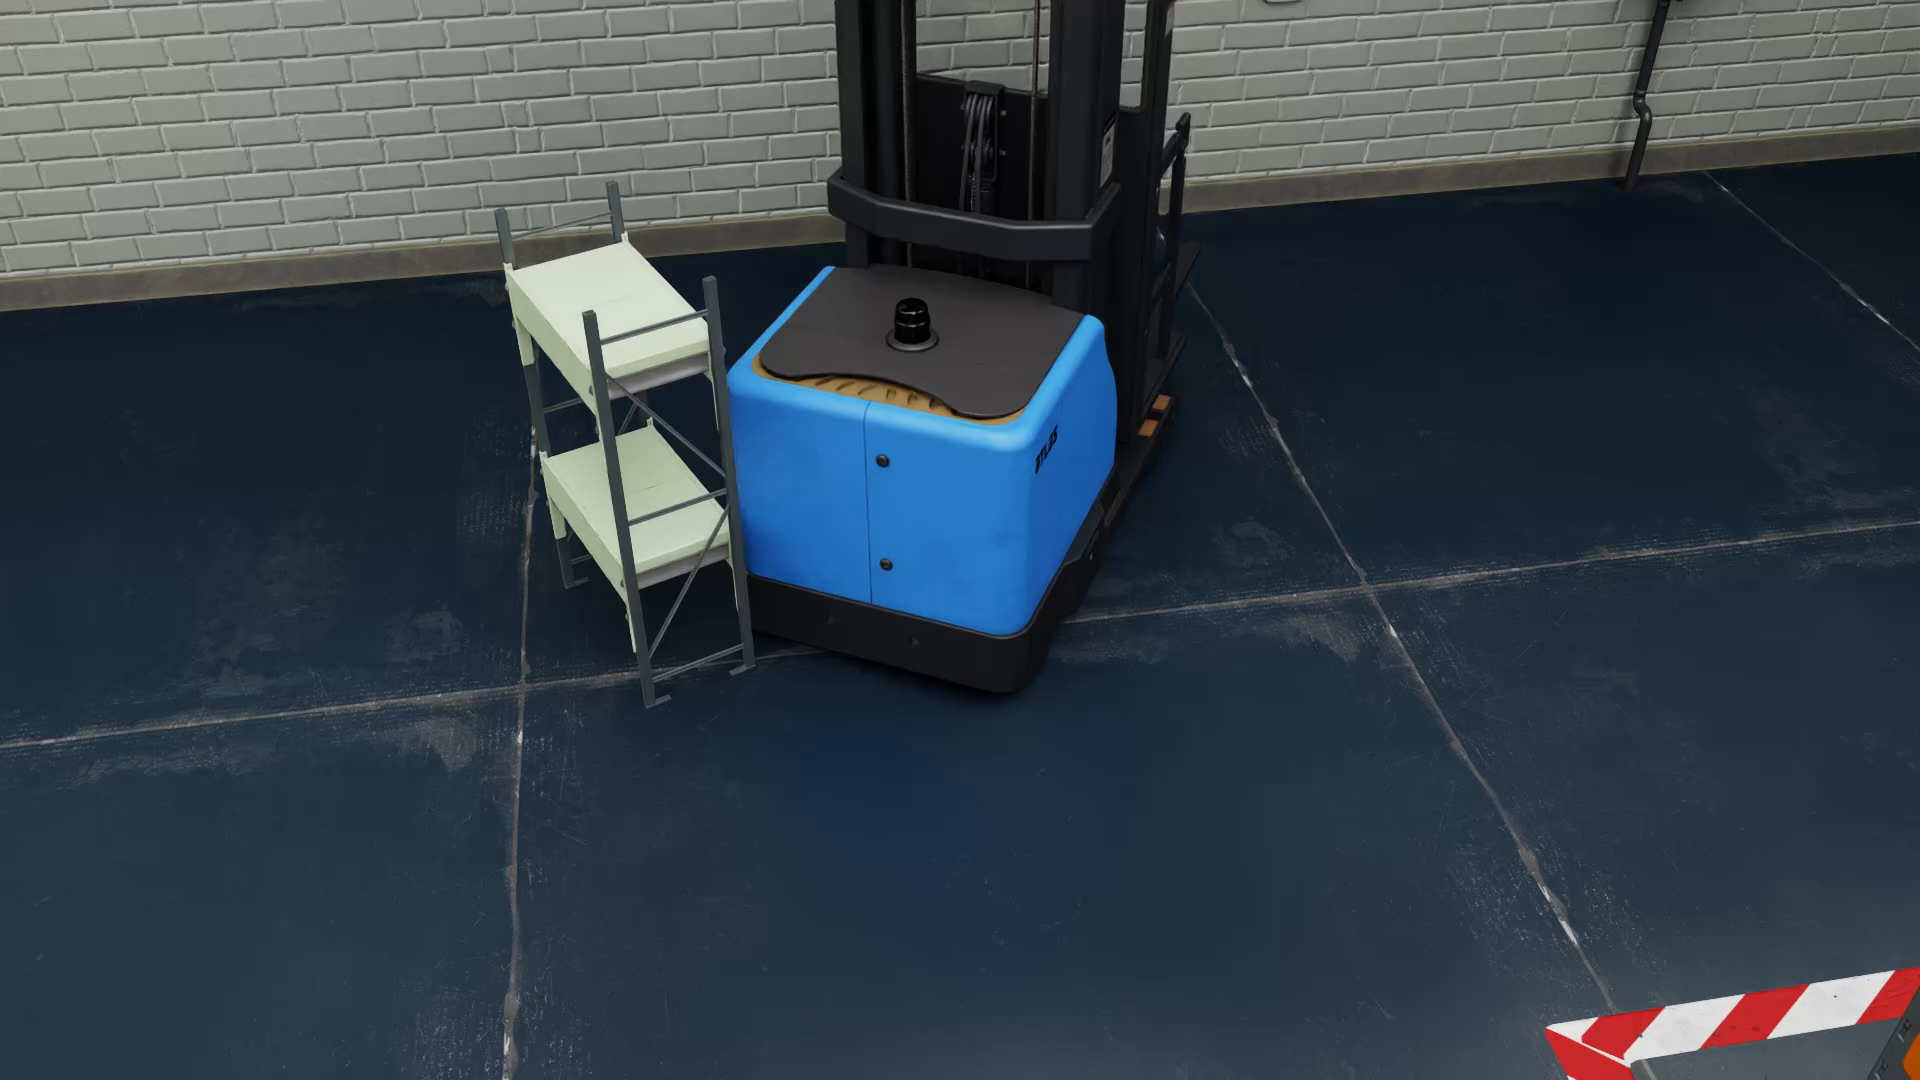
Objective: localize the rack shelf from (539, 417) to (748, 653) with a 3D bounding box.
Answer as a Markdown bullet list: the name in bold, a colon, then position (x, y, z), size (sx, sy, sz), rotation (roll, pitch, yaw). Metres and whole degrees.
- **rack shelf**: position (-1.067, -0.033, 5.601), size (0.431, 0.370, 0.720), rotation (-21, 42, -24)

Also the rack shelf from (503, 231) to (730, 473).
- **rack shelf**: position (-1.067, -0.598, 5.162), size (0.431, 0.370, 0.720), rotation (-21, 42, -24)

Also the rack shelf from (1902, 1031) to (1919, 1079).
- **rack shelf**: position (2.742, 2.060, 1.740), size (1.077, 0.370, 4.000), rotation (-6, 38, -8)

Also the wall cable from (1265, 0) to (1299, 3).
- **wall cable**: position (1.380, -3.249, 7.133), size (0.585, 1.953, 0.123), rotation (-6, 38, -8)

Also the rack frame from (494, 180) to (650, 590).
- **rack frame**: position (-1.258, -0.482, 5.647), size (0.400, 1.500, 0.023), rotation (-21, 42, -24)

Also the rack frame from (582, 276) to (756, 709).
- **rack frame**: position (-0.875, -0.099, 5.155), size (0.400, 1.500, 0.023), rotation (-21, 42, -24)

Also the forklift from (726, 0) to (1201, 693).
- **forklift**: position (0.249, -1.560, 5.868), size (1.130, 2.935, 3.031), rotation (13, 40, 16)

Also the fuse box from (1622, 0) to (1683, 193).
- **fuse box**: position (3.474, -2.464, 8.027), size (0.539, 1.711, 0.414), rotation (-6, 38, -8)

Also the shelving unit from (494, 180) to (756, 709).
- **shelving unit**: position (-1.067, -0.290, 5.401), size (0.431, 1.500, 0.755), rotation (-21, 42, -24)
